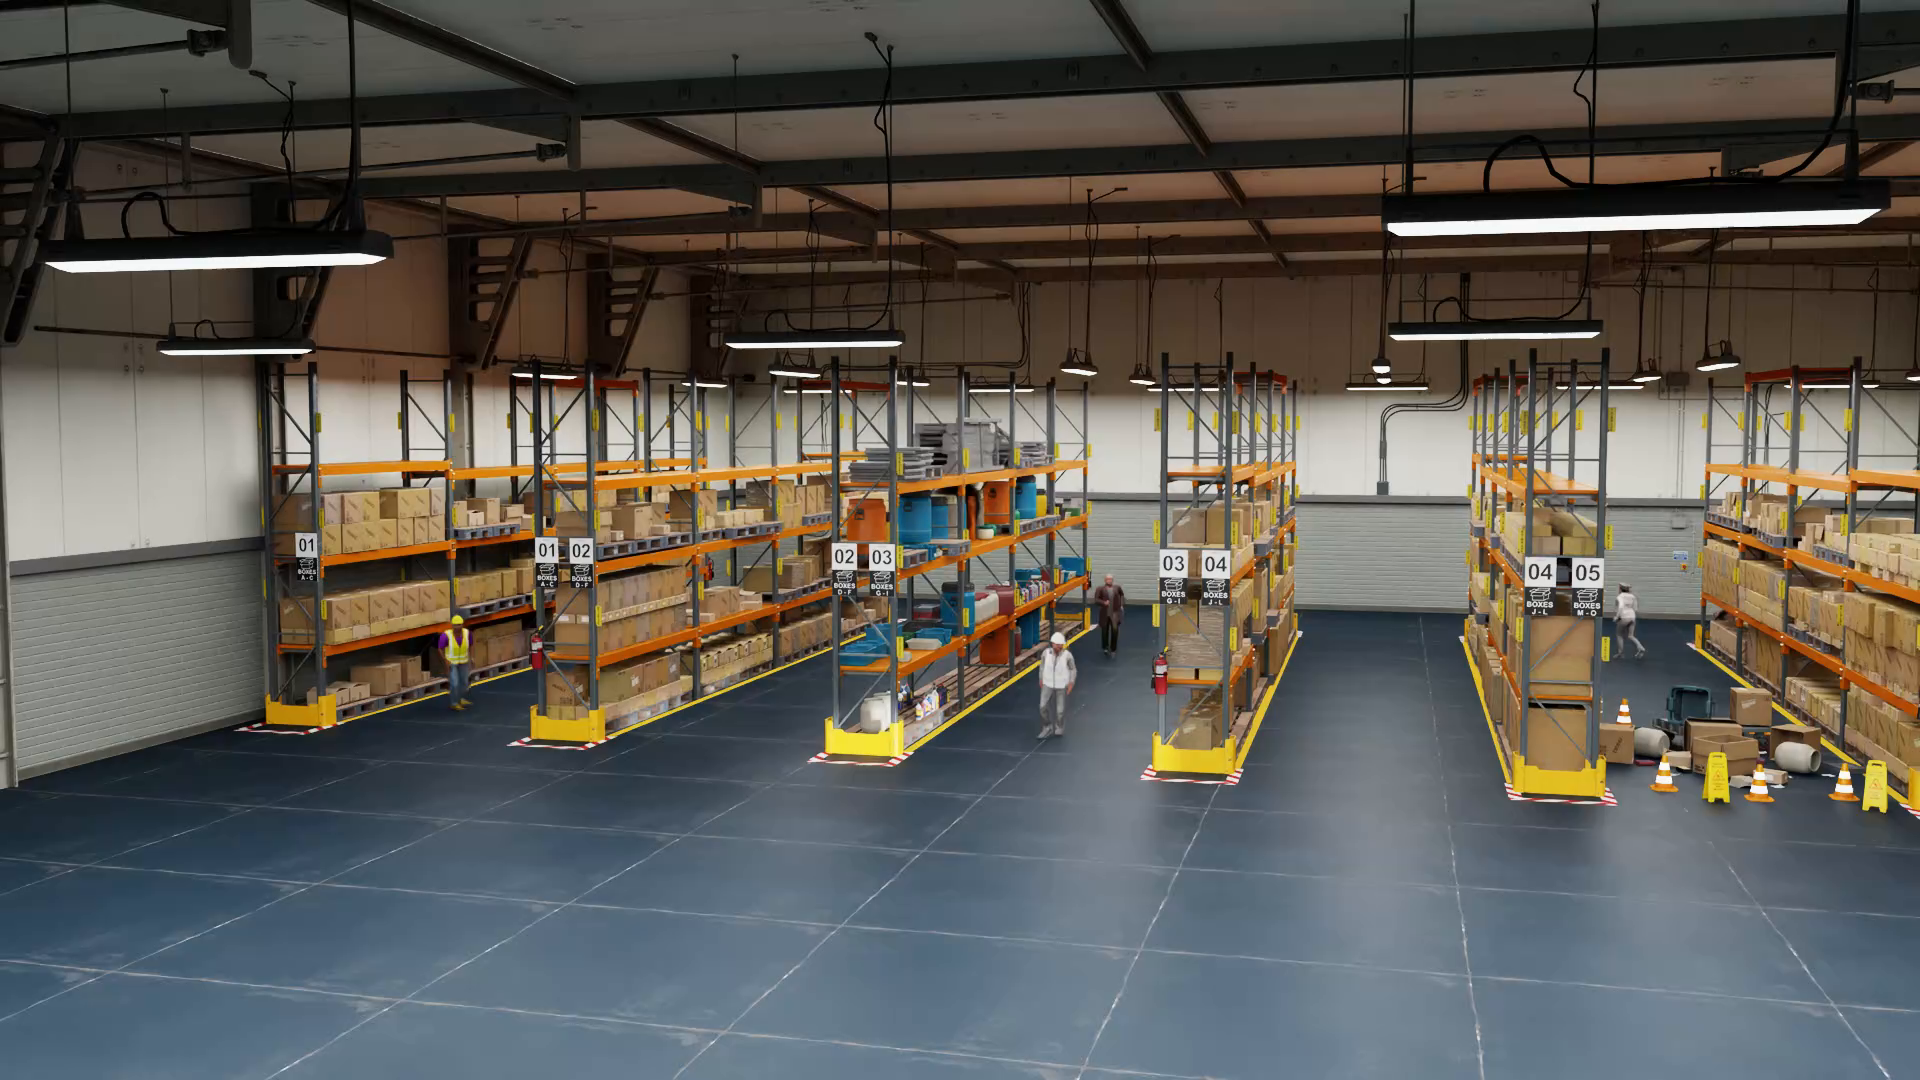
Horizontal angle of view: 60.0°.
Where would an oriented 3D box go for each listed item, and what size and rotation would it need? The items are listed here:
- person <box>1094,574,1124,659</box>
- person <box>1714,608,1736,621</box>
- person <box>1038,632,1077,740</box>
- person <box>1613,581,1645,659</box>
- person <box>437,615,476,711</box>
[{"bbox_3d":[3.183,1.633,35.463,0.679,1.823,0.908,0,4,-1],"label":"person"},{"bbox_3d":[17.516,1.512,37.809,0.642,1.633,0.562,1,4,16],"label":"person"},{"bbox_3d":[1.551,2.297,26.361,0.643,1.719,0.747,1,4,12],"label":"person"},{"bbox_3d":[14.146,1.719,35.132,0.603,1.646,0.816,-1,4,-18],"label":"person"},{"bbox_3d":[-8.784,2.132,28.925,0.663,1.696,0.797,-3,5,-40],"label":"person"}]
